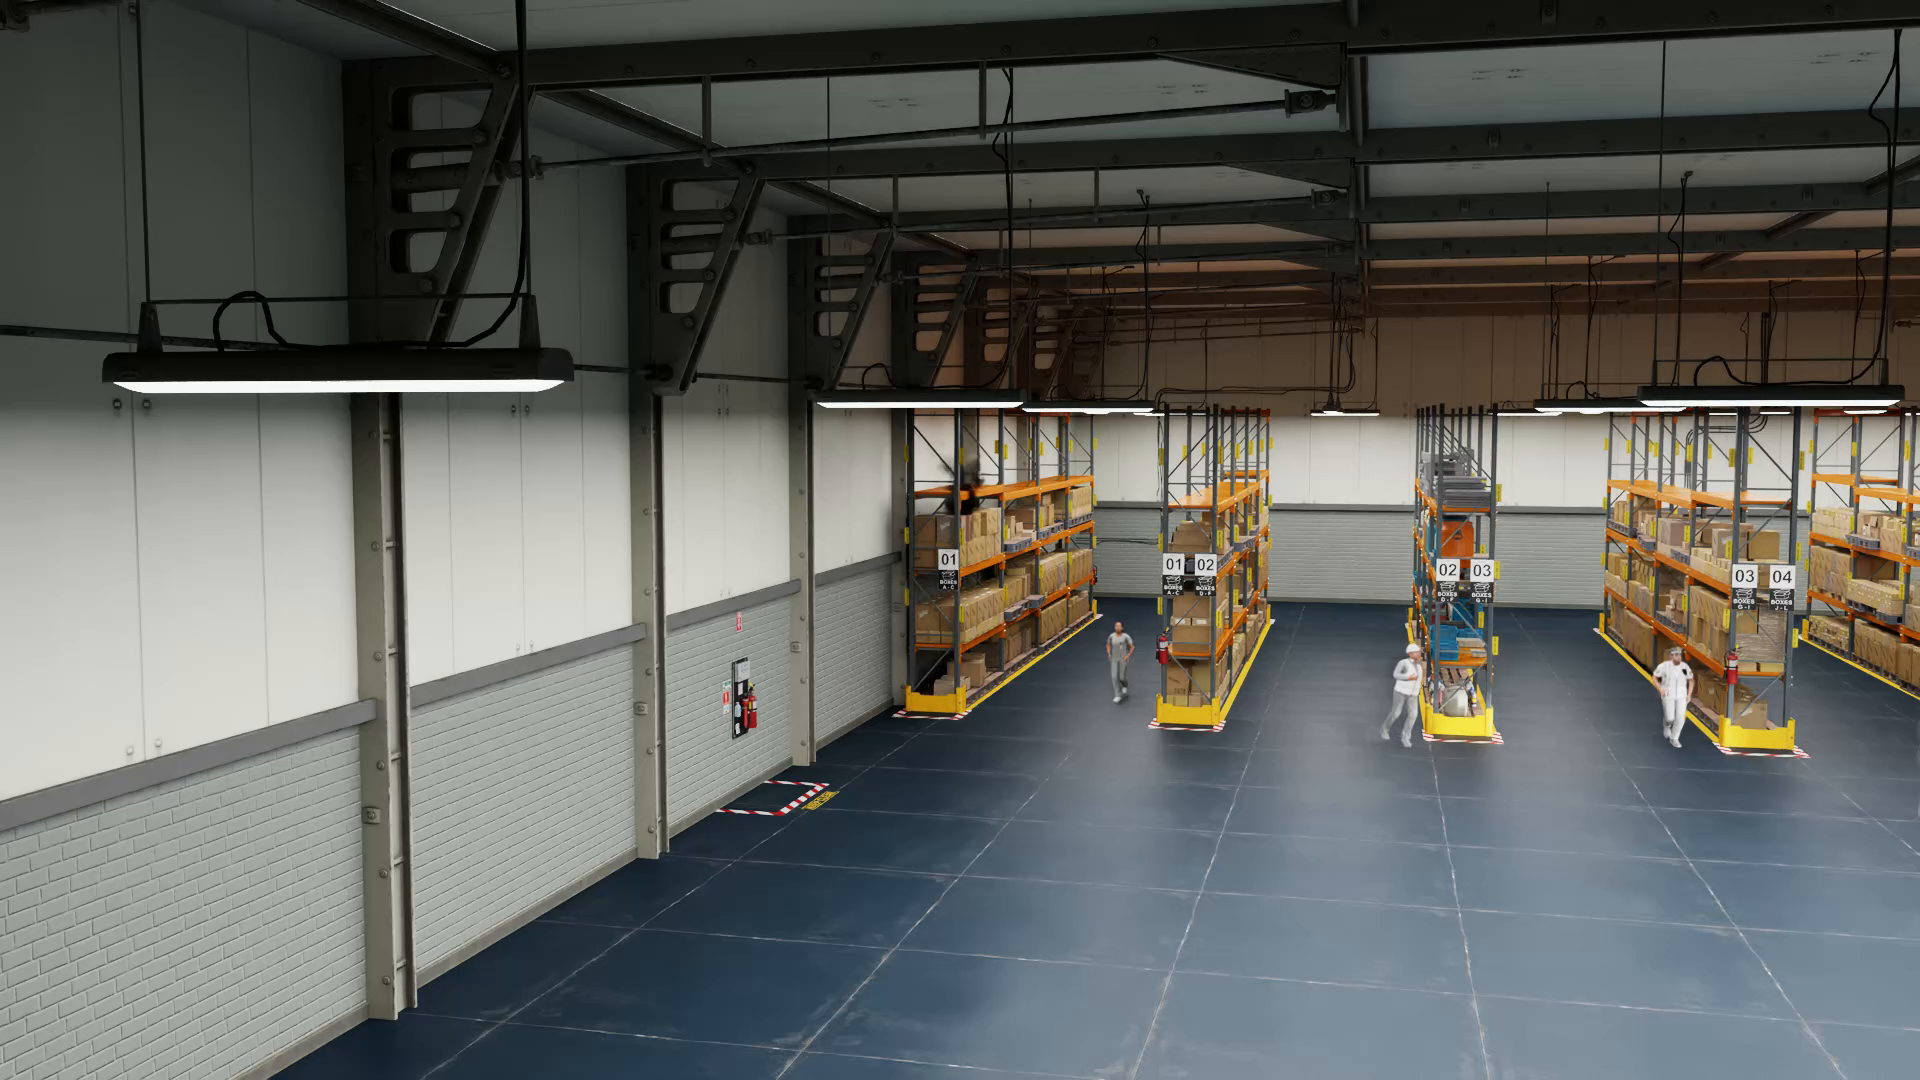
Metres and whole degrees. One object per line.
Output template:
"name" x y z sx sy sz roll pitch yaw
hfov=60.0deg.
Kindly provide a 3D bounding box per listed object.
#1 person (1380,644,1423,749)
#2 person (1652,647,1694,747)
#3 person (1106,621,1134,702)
"person" 7.892 2.714 29.305 0.676 1.779 0.831 -1 4 -19
"person" 12.537 2.738 29.203 0.695 1.753 0.549 1 4 11
"person" 3.254 2.446 33.858 0.583 1.640 0.702 1 4 19
